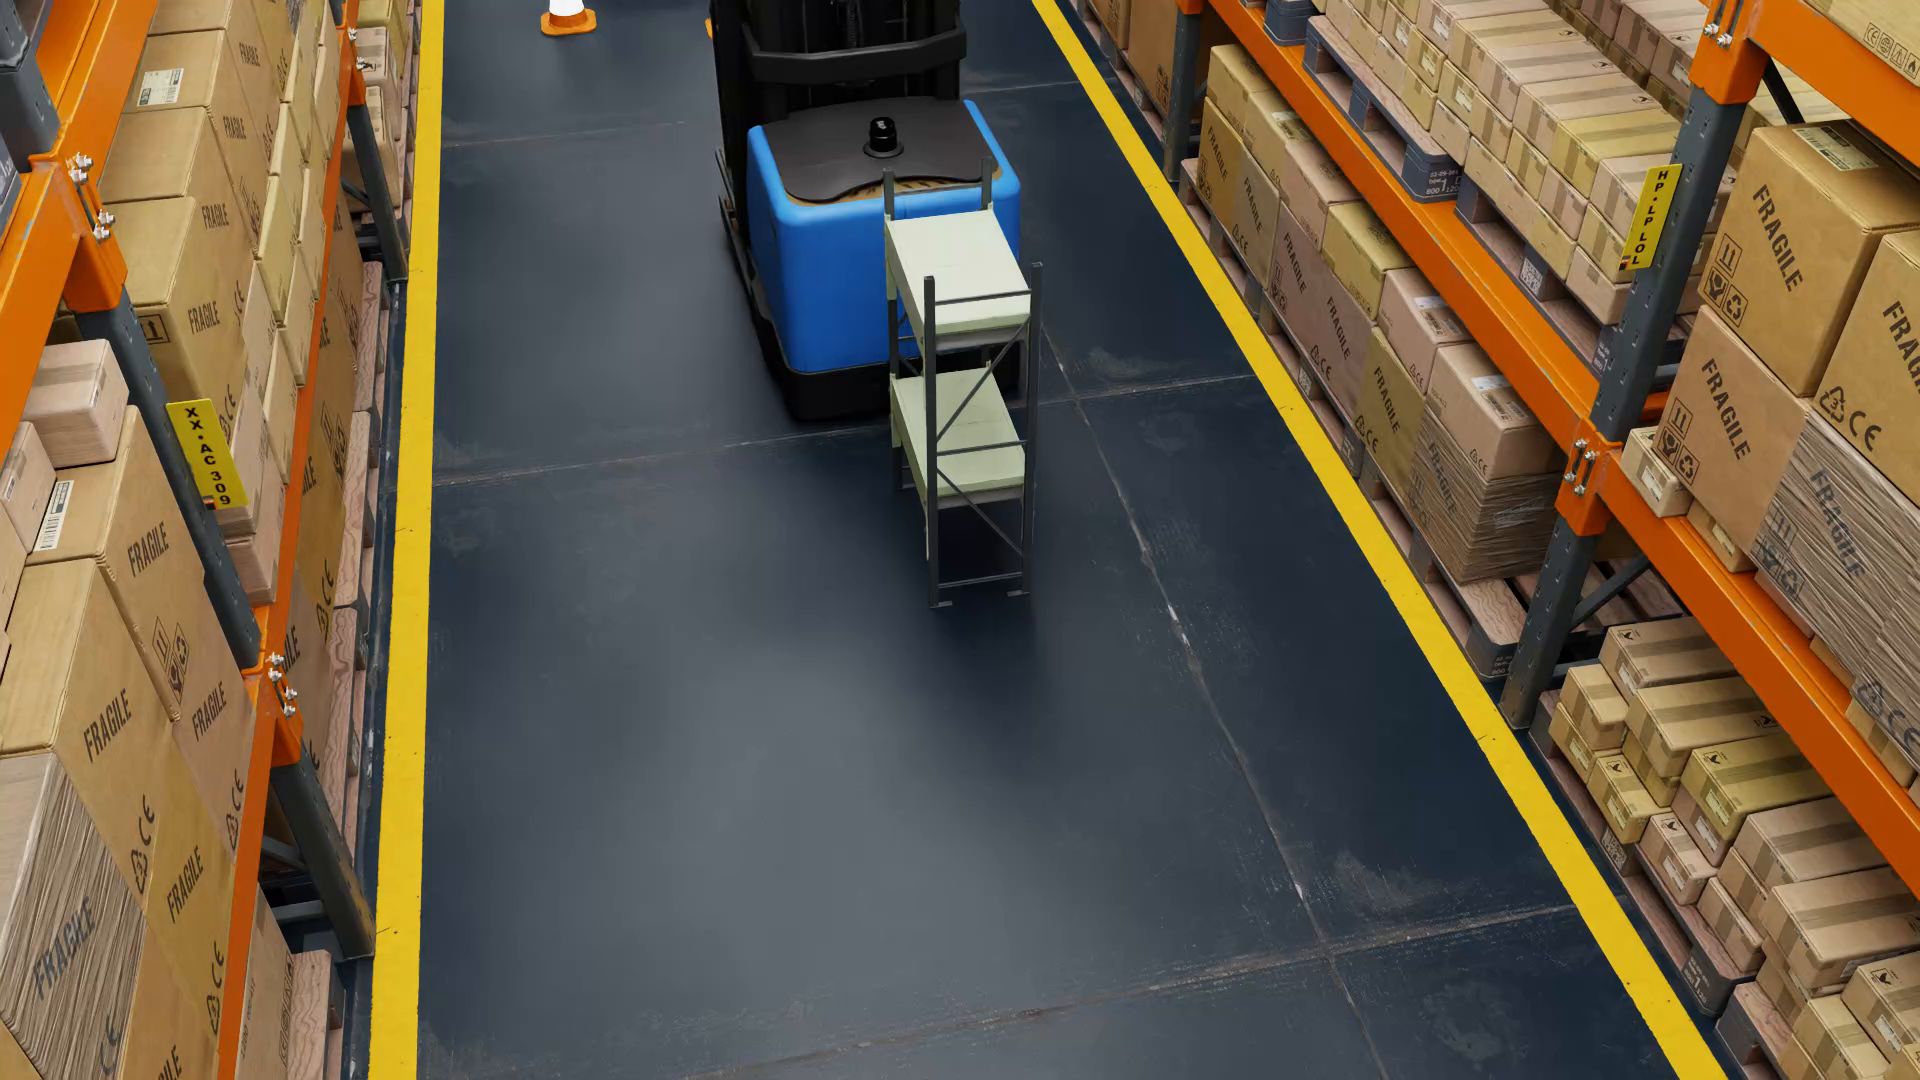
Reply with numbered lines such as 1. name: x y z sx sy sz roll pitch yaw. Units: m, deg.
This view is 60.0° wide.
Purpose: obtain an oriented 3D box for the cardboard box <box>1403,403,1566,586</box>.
1. cardboard box: 2.054 -0.209 6.293 0.500 0.500 0.500 -9 42 -10

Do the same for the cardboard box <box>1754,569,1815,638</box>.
1. cardboard box: 2.438 0.103 4.564 0.380 0.149 0.250 -10 43 -11

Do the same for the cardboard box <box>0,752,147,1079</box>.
1. cardboard box: -1.760 0.745 2.823 0.500 0.500 0.500 -8 42 -9

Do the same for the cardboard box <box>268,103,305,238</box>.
1. cardboard box: -2.506 -1.218 5.599 0.500 0.250 0.500 -10 42 -11

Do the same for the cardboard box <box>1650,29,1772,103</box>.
1. cardboard box: 2.653 -1.659 5.784 0.380 0.149 0.250 -9 42 -10

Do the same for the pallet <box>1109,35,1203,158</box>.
1. pallet: 1.499 -2.615 9.537 1.003 0.211 1.213 -8 42 -9

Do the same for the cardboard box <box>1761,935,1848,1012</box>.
1. cardboard box: 2.547 1.196 4.750 0.380 0.149 0.250 -7 42 -7

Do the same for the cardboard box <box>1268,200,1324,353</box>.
1. cardboard box: 1.727 -1.206 7.416 0.500 0.500 0.500 -9 42 -10

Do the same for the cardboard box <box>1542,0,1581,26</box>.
1. cardboard box: 2.484 -2.053 6.452 0.380 0.149 0.250 -9 42 -10

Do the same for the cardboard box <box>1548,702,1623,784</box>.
1. cardboard box: 2.224 0.648 5.592 0.380 0.149 0.250 -10 43 -11

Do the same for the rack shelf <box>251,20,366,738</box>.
1. rack shelf: -2.784 -0.796 5.929 1.077 0.370 4.000 -8 42 -9

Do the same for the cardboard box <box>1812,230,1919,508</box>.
1. cardboard box: 2.446 -0.405 3.894 0.500 0.500 0.500 -10 42 -11

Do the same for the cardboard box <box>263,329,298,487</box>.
1. cardboard box: -2.303 -0.371 5.021 0.500 0.250 0.500 -9 42 -10

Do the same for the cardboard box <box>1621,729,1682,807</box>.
1. cardboard box: 2.367 0.686 5.324 0.380 0.149 0.250 -8 42 -9

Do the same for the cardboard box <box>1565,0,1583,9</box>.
1. cardboard box: 2.482 -2.163 6.352 0.380 0.149 0.250 -7 42 -8

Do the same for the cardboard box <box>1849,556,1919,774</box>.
1. cardboard box: 2.507 0.316 3.835 0.500 0.500 0.500 -9 42 -10

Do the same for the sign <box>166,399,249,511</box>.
1. sign: -1.811 -0.203 4.007 0.100 0.325 0.005 -8 42 -9

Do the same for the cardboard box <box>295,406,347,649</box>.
1. cardboard box: -2.767 -0.106 5.894 0.875 0.875 0.875 -7 42 -8

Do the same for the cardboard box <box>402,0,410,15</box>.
1. cardboard box: -3.805 -3.324 9.898 0.950 0.372 0.625 -6 42 -7

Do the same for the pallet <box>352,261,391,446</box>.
1. pallet: -3.119 -0.797 7.489 1.003 0.211 1.213 -8 42 -9

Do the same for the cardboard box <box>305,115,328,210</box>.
1. cardboard box: -2.634 -1.357 6.132 0.500 0.250 0.500 -9 42 -10

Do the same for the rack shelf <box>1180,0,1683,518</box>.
1. rack shelf: 2.028 -1.571 6.802 1.077 0.370 4.000 -8 42 -9

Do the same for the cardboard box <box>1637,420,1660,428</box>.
1. cardboard box: 2.558 -0.563 6.127 0.500 0.250 0.500 -10 43 -11

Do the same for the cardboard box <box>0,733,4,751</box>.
1. cardboard box: -1.818 0.399 2.723 0.380 0.149 0.250 -9 42 -10

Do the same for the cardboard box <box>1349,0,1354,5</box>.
1. cardboard box: 1.733 -2.295 6.725 0.380 0.149 0.250 -8 42 -9

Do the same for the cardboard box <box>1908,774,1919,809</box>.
1. cardboard box: 2.533 0.628 3.973 0.380 0.149 0.250 -7 42 -7

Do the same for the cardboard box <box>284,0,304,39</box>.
1. cardboard box: -2.730 -2.144 6.077 0.500 0.500 0.500 -8 42 -9

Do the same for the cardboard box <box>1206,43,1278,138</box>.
1. cardboard box: 1.508 -2.157 7.923 0.500 0.250 0.500 -10 43 -11

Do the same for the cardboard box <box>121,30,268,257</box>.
1. cardboard box: -2.409 -1.158 4.966 0.500 0.500 0.500 -9 42 -10

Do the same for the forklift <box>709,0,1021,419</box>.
1. forklift: -0.603 -2.613 7.485 1.130 2.935 3.031 -10 43 -11

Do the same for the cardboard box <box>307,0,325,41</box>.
1. cardboard box: -2.863 -2.215 6.722 0.500 0.250 0.500 -8 42 -9

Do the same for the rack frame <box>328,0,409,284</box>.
1. rack frame: -3.216 -2.362 7.151 1.000 3.000 0.127 -8 42 -9

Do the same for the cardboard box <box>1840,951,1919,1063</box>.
1. cardboard box: 2.629 1.247 4.468 0.380 0.149 0.250 -10 43 -11

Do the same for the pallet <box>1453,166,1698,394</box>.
1. pallet: 2.436 -0.988 5.748 1.003 0.211 1.213 -8 42 -9

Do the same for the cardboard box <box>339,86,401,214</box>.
1. cardboard box: -3.328 -1.904 8.298 0.950 0.372 0.625 -11 43 -12

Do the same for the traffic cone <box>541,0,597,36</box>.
1. traffic cone: -2.444 -3.403 10.234 0.336 0.463 0.334 -8 42 -9

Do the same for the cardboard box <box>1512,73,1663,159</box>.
1. cardboard box: 2.069 -1.403 5.496 0.380 0.149 0.250 -10 42 -11

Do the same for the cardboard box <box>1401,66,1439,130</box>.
1. cardboard box: 1.896 -1.680 6.256 0.380 0.149 0.250 -7 42 -7

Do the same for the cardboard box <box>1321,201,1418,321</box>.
1. cardboard box: 1.826 -1.168 6.809 0.500 0.250 0.500 -10 43 -11

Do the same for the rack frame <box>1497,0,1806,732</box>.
1. rack frame: 2.459 -0.544 5.103 1.000 3.000 0.127 -8 42 -9

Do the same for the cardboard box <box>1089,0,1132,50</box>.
1. cardboard box: 1.360 -3.426 9.728 1.050 0.750 0.750 -8 42 -9

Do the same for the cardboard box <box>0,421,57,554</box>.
1. cardboard box: -2.024 -0.082 3.266 0.380 0.149 0.250 -7 42 -8

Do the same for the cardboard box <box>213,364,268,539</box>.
1. cardboard box: -2.172 -0.225 4.481 0.500 0.250 0.500 -9 42 -11

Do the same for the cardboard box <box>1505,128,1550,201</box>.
1. cardboard box: 2.072 -1.279 5.581 0.380 0.149 0.250 -7 42 -7

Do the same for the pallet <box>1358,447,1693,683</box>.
1. pallet: 2.290 -0.005 6.597 1.003 0.211 1.213 -8 42 -9

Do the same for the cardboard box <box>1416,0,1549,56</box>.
1. cardboard box: 1.901 -1.906 6.063 0.380 0.149 0.250 -10 43 -11

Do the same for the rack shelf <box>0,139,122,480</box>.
1. rack shelf: -1.921 0.675 2.013 1.077 0.370 4.000 -8 42 -9

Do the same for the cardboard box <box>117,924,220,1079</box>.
1. cardboard box: -1.763 1.114 3.160 0.500 0.500 0.500 -9 42 -10

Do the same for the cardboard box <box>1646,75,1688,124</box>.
1. cardboard box: 2.653 -1.543 5.877 0.380 0.149 0.250 -10 43 -11

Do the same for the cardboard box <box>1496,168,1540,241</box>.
1. cardboard box: 2.072 -1.166 5.677 0.380 0.149 0.250 -8 42 -9

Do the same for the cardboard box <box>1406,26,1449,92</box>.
1. cardboard box: 1.892 -1.801 6.169 0.380 0.149 0.250 -8 42 -9

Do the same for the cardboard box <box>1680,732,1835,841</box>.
1. cardboard box: 2.436 0.740 5.040 0.380 0.149 0.250 -9 42 -10

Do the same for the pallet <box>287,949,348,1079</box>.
1. pallet: -2.265 1.778 4.588 1.003 0.211 1.213 -8 42 -9

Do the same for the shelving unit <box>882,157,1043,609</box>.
1. shelving unit: -0.001 -0.565 6.257 0.431 1.500 0.755 -8 42 -9

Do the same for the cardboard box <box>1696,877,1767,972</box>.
1. cardboard box: 2.490 1.131 5.047 0.380 0.149 0.250 -9 42 -10

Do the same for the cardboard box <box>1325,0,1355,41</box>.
1. cardboard box: 1.731 -2.185 6.825 0.380 0.149 0.250 -7 42 -8

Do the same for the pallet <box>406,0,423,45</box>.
1. pallet: -3.910 -3.407 10.429 1.003 0.211 1.213 -8 42 -9

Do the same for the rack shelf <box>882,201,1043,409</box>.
1. rack shelf: -0.001 -0.857 5.998 0.431 0.370 0.720 -8 42 -9
